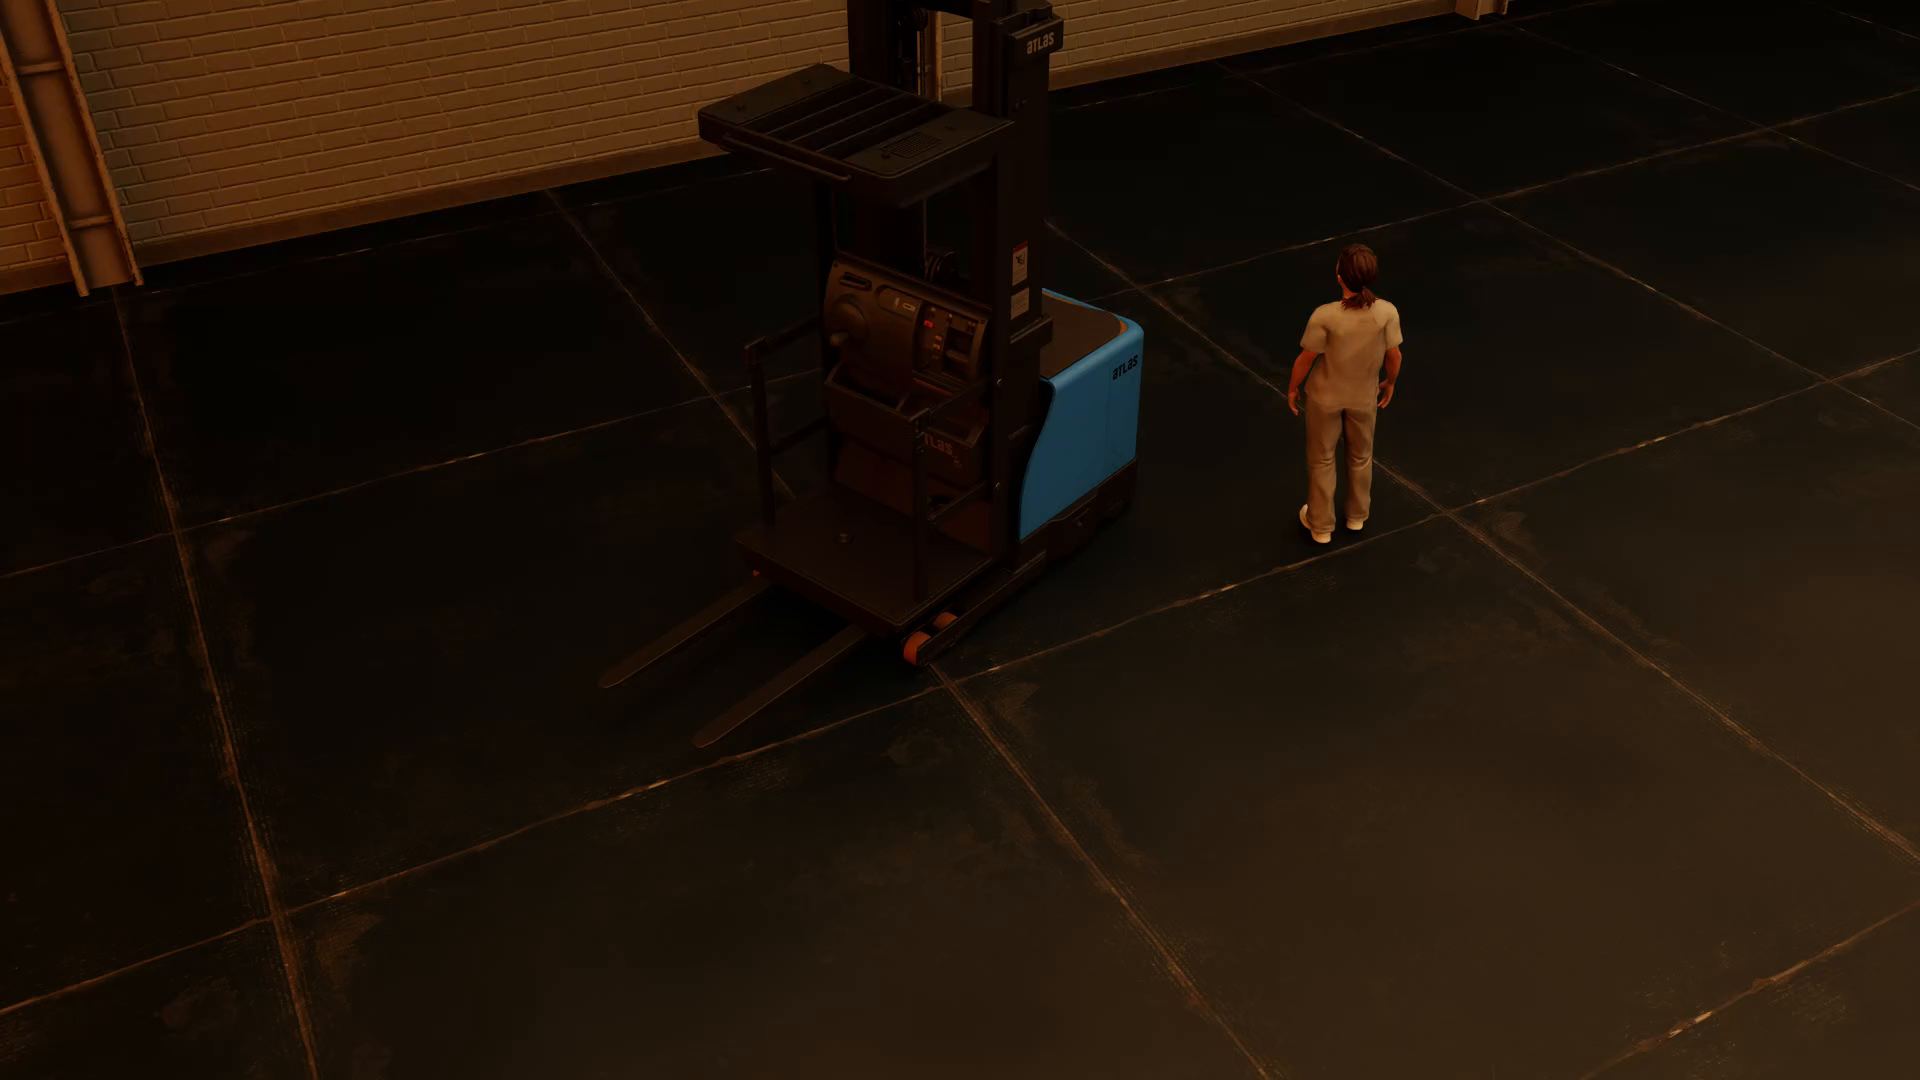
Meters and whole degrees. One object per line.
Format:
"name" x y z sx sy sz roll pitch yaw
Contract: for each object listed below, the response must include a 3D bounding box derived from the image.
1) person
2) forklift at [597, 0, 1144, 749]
"person" 1.889 -0.744 8.251 0.550 1.675 0.533 0 35 0
"forklift" -0.390 -0.927 7.434 1.130 2.935 3.031 26 43 31
